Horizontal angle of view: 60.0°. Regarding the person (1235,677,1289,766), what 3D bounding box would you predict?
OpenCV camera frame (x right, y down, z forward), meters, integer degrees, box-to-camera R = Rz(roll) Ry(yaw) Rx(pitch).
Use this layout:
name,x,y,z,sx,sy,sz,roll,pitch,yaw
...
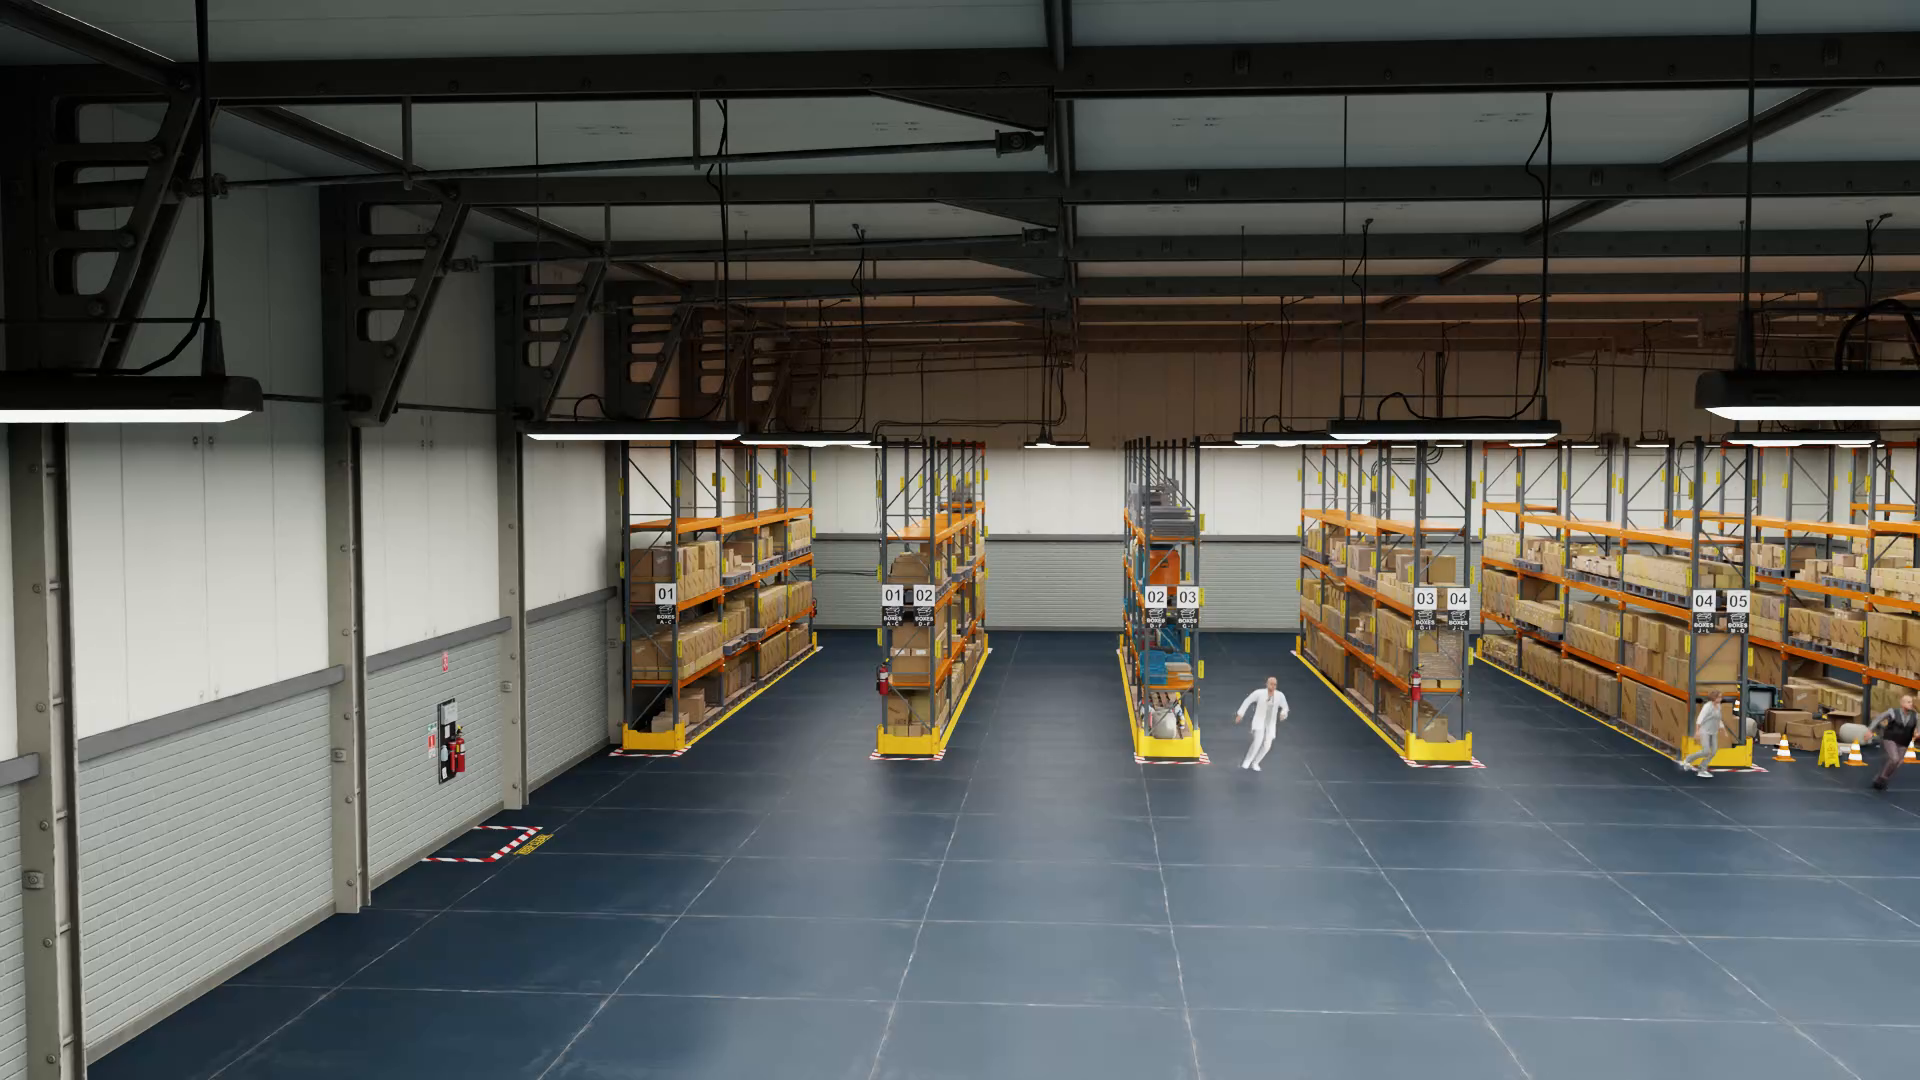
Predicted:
name,x,y,z,sx,sy,sz,roll,pitch,yaw
person,5.475,3.272,29.788,0.881,1.623,0.718,-1,3,-15

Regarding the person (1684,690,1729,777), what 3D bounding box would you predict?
name,x,y,z,sx,sy,sz,roll,pitch,yaw
person,13.088,3.384,29.205,0.537,1.543,0.599,-2,4,-30

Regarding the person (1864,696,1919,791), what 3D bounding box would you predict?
name,x,y,z,sx,sy,sz,roll,pitch,yaw
person,15.753,3.426,27.911,0.812,1.632,0.695,0,3,-2
